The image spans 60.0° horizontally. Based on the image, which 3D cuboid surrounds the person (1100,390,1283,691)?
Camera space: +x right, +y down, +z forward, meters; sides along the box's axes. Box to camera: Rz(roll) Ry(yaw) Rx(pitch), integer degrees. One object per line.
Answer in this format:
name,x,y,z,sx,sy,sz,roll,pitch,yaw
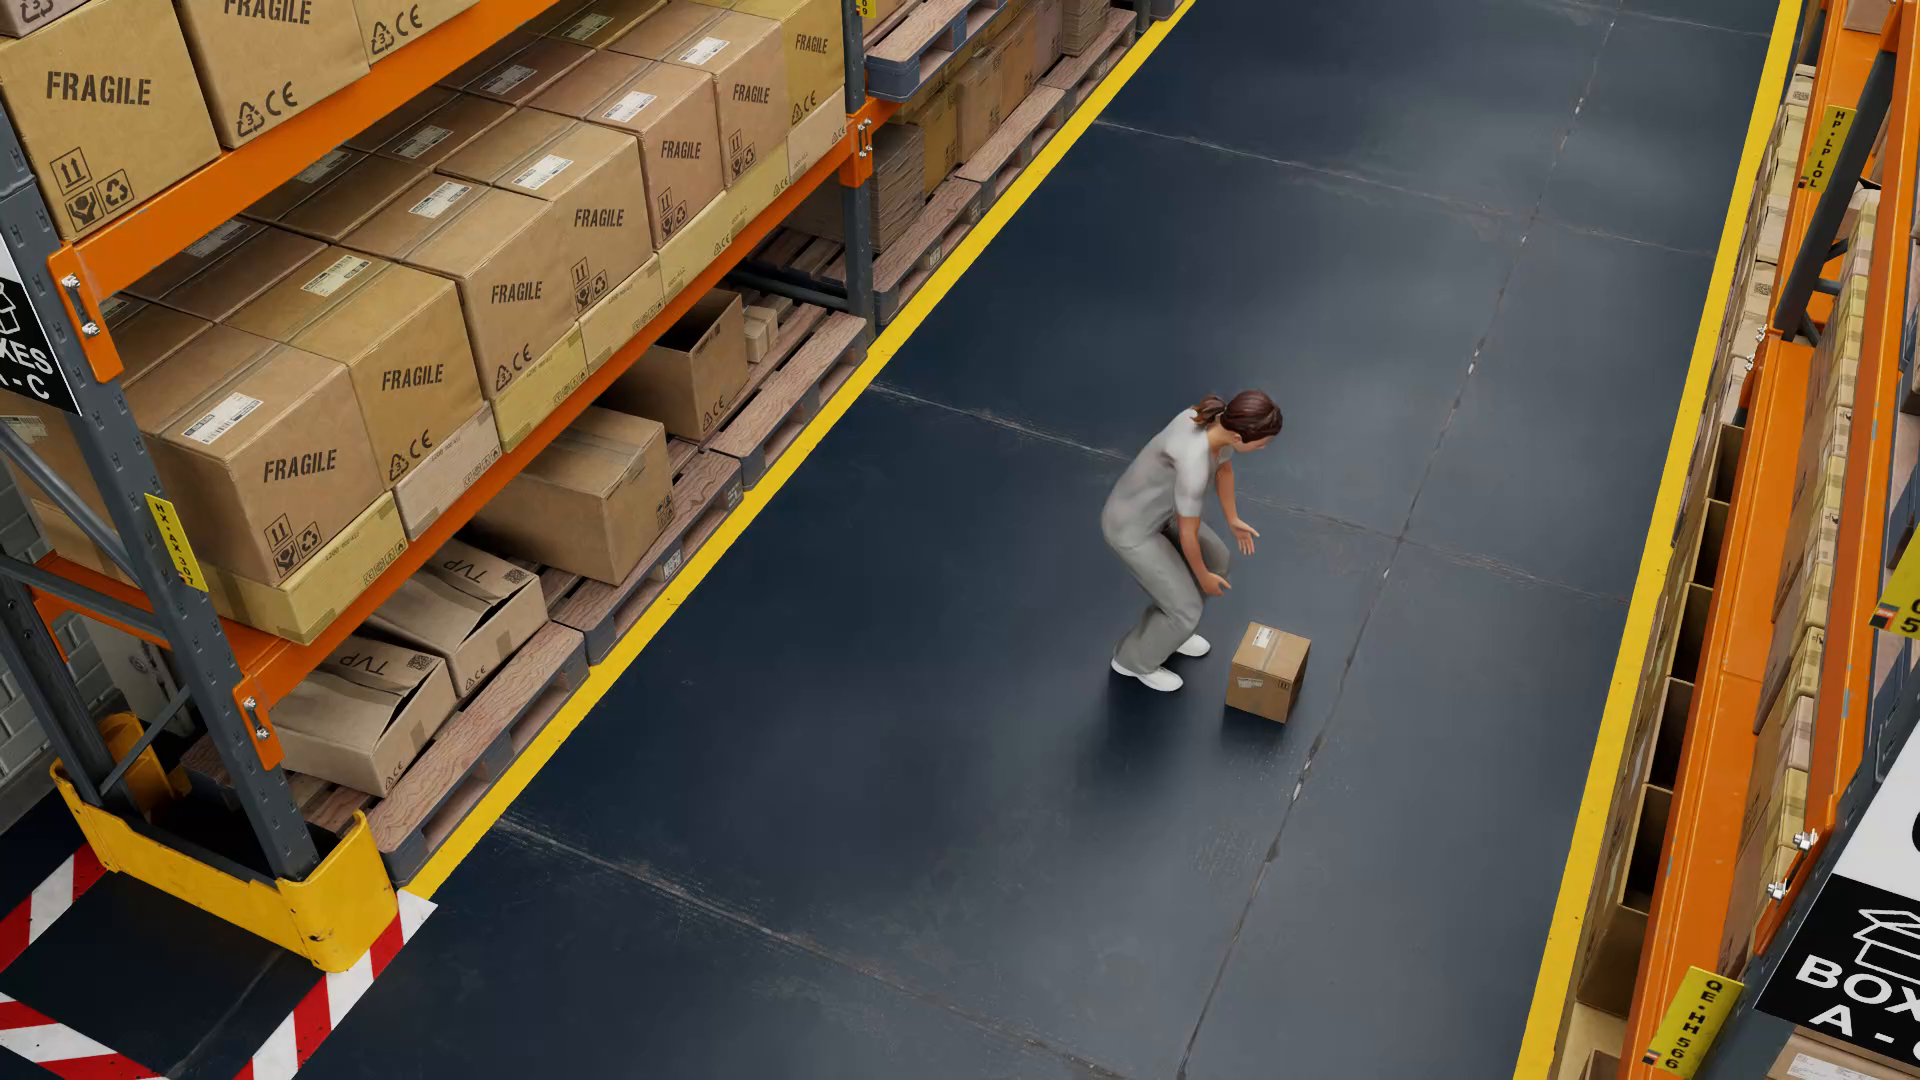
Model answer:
person,0.864,-0.034,6.413,0.616,1.395,0.490,18,45,19
